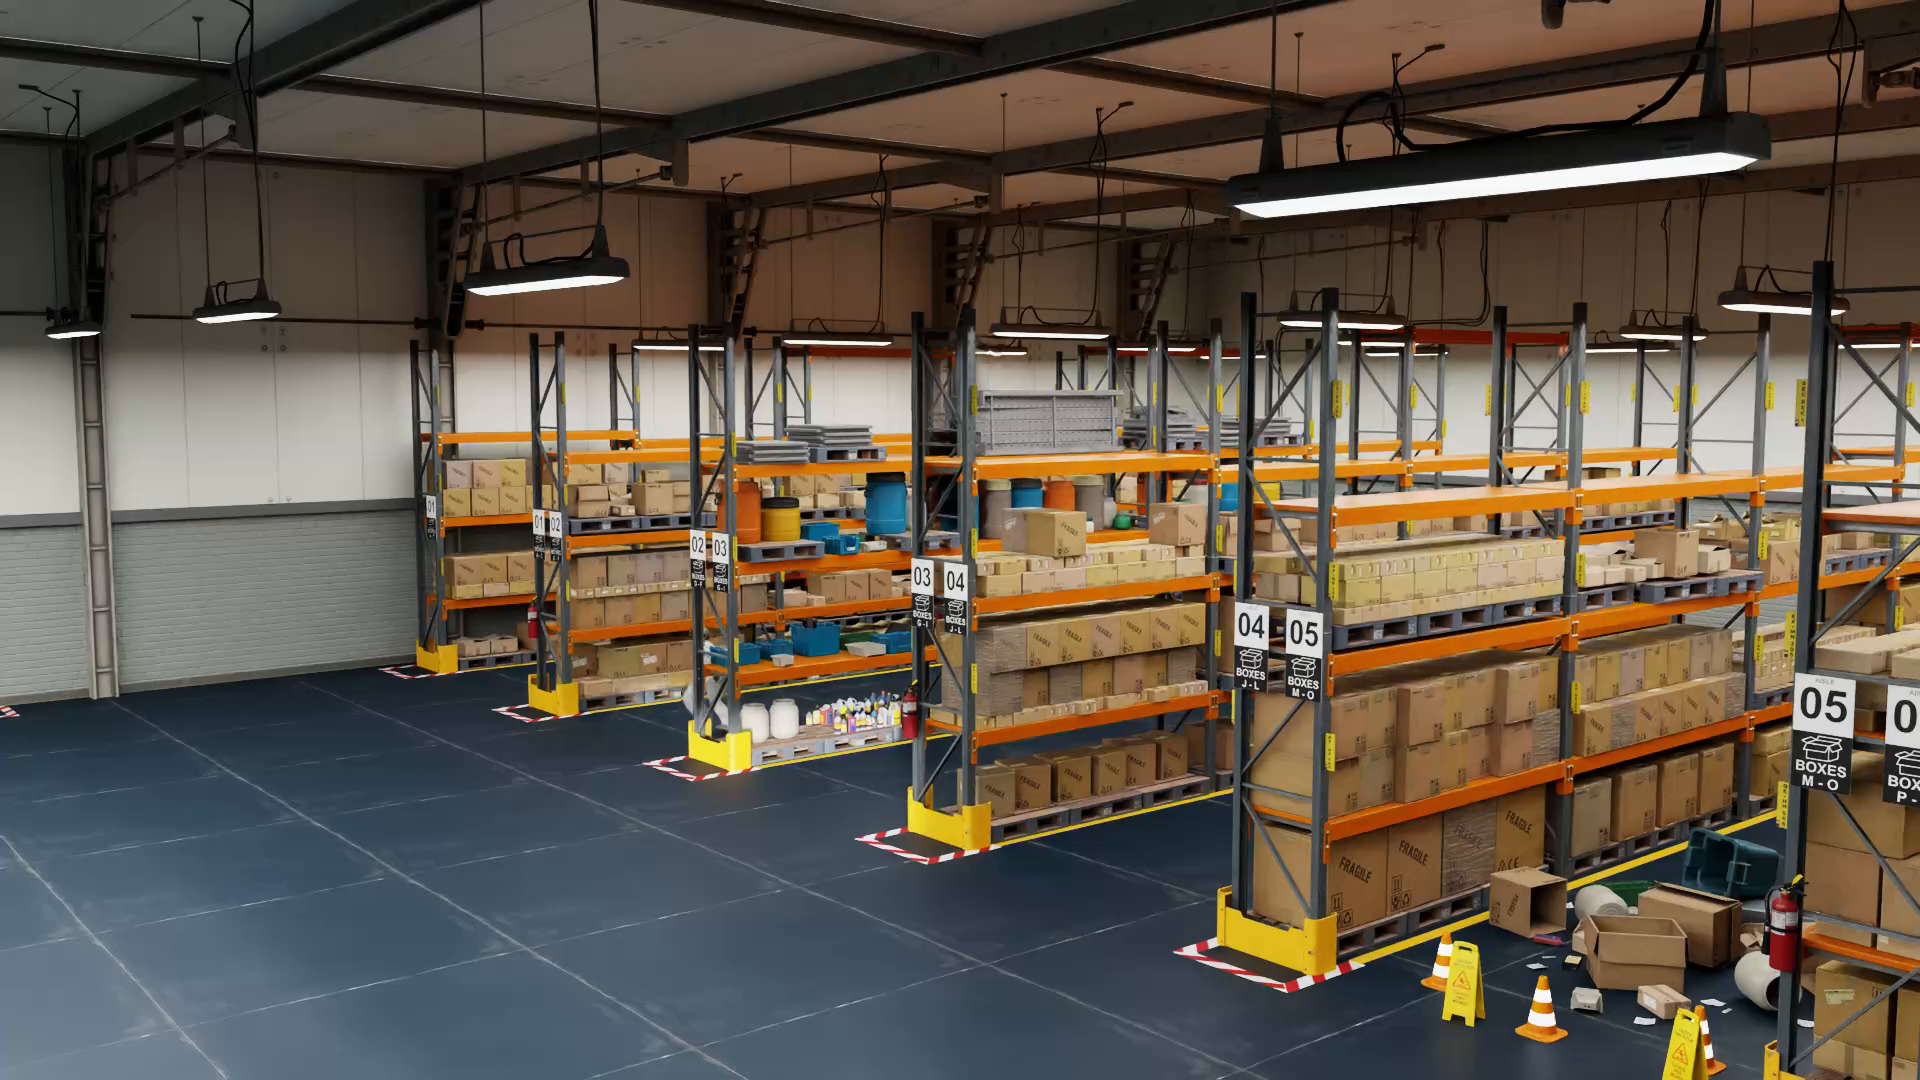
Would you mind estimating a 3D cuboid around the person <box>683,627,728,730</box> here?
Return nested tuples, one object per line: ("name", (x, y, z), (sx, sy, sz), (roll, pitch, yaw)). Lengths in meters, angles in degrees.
("person", (-3.703, 2.076, 24.559), (0.552, 1.638, 0.817), (5, 7, 43))

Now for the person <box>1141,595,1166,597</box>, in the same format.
("person", (3.540, 1.361, 31.488), (0.889, 1.805, 0.610), (-5, 7, -41))
